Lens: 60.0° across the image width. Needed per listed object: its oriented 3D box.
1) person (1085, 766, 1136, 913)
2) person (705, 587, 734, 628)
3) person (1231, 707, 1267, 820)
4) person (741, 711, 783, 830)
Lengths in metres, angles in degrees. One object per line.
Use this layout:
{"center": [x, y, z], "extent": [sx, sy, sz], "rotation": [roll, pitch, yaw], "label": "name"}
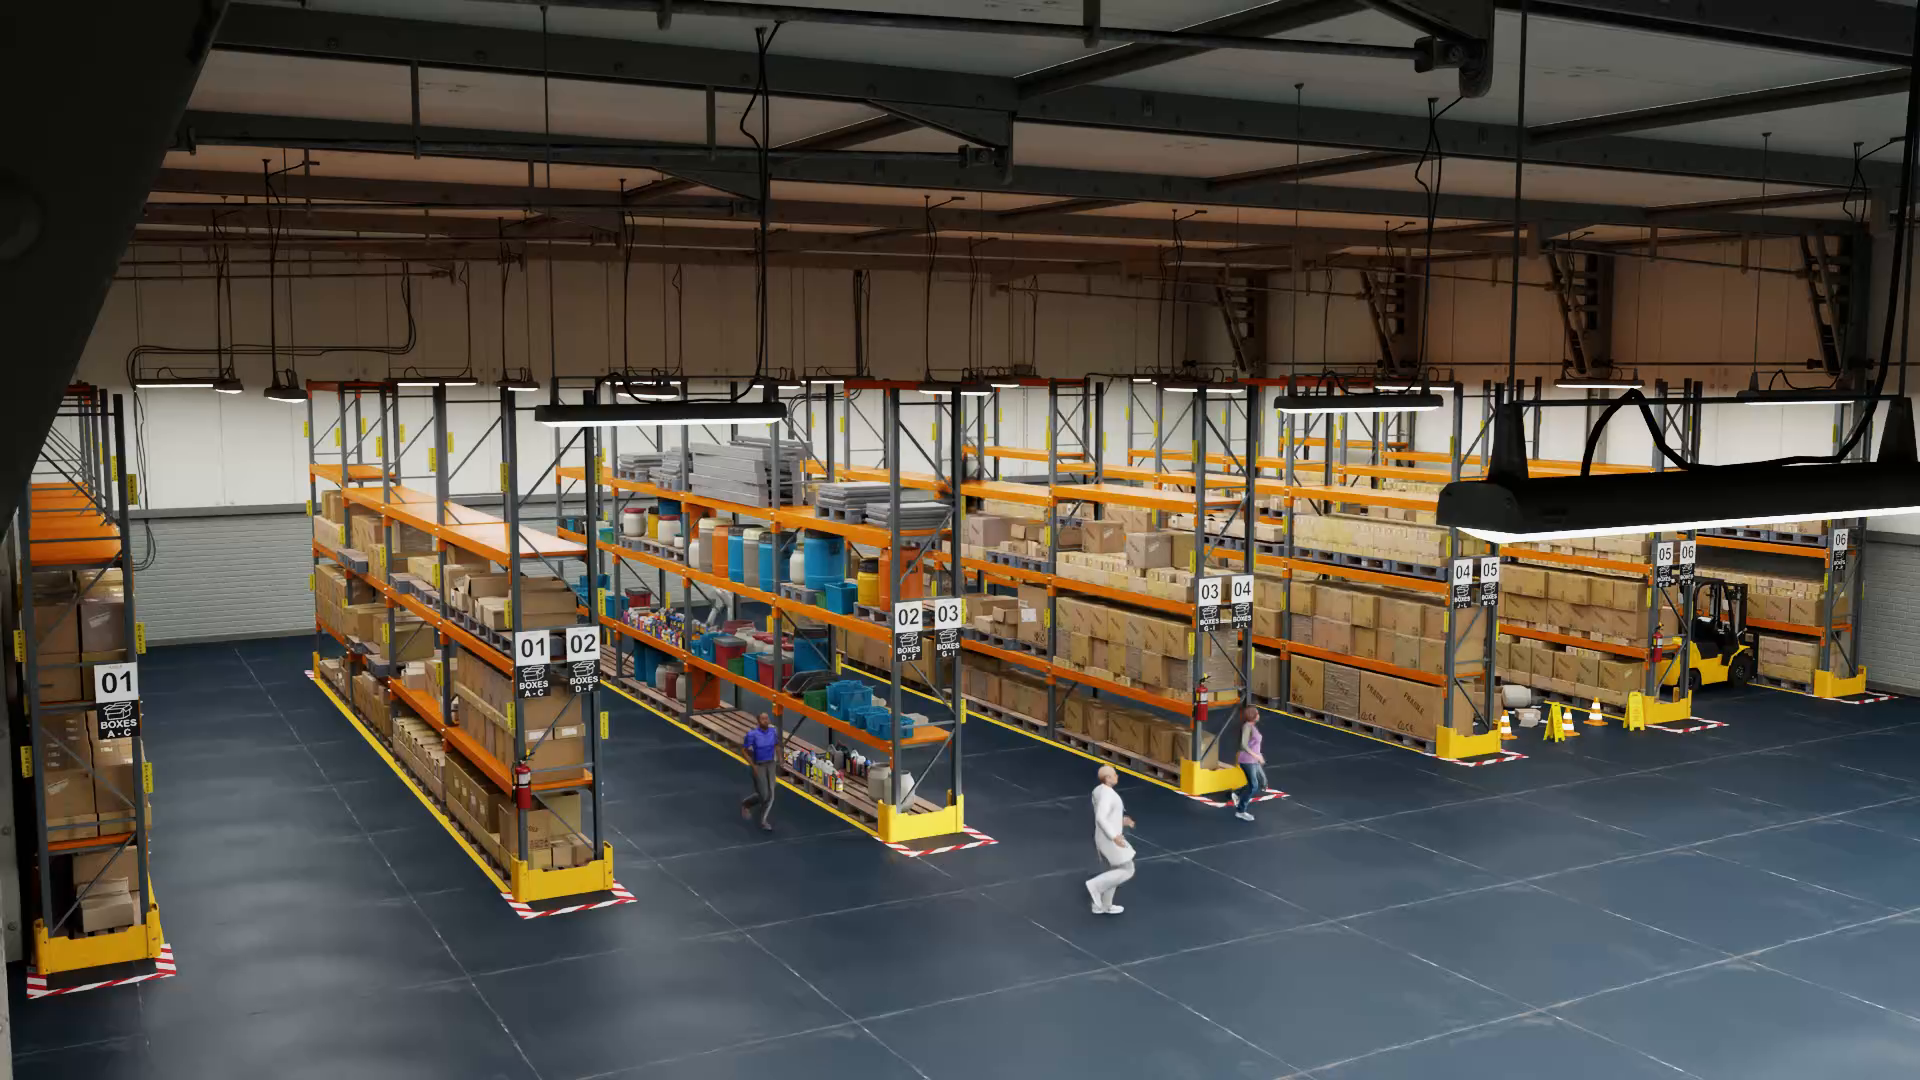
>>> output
{"center": [1.732, 3.444, 19.100], "extent": [0.633, 1.733, 0.707], "rotation": [-1, 6, -8], "label": "person"}
{"center": [-5.653, 1.264, 39.542], "extent": [0.801, 1.851, 0.629], "rotation": [-2, 6, -15], "label": "person"}
{"center": [4.048, 3.103, 23.243], "extent": [0.487, 1.554, 0.567], "rotation": [2, 6, 20], "label": "person"}
{"center": [-2.683, 3.126, 22.705], "extent": [0.571, 1.626, 0.595], "rotation": [-5, 8, -38], "label": "person"}
